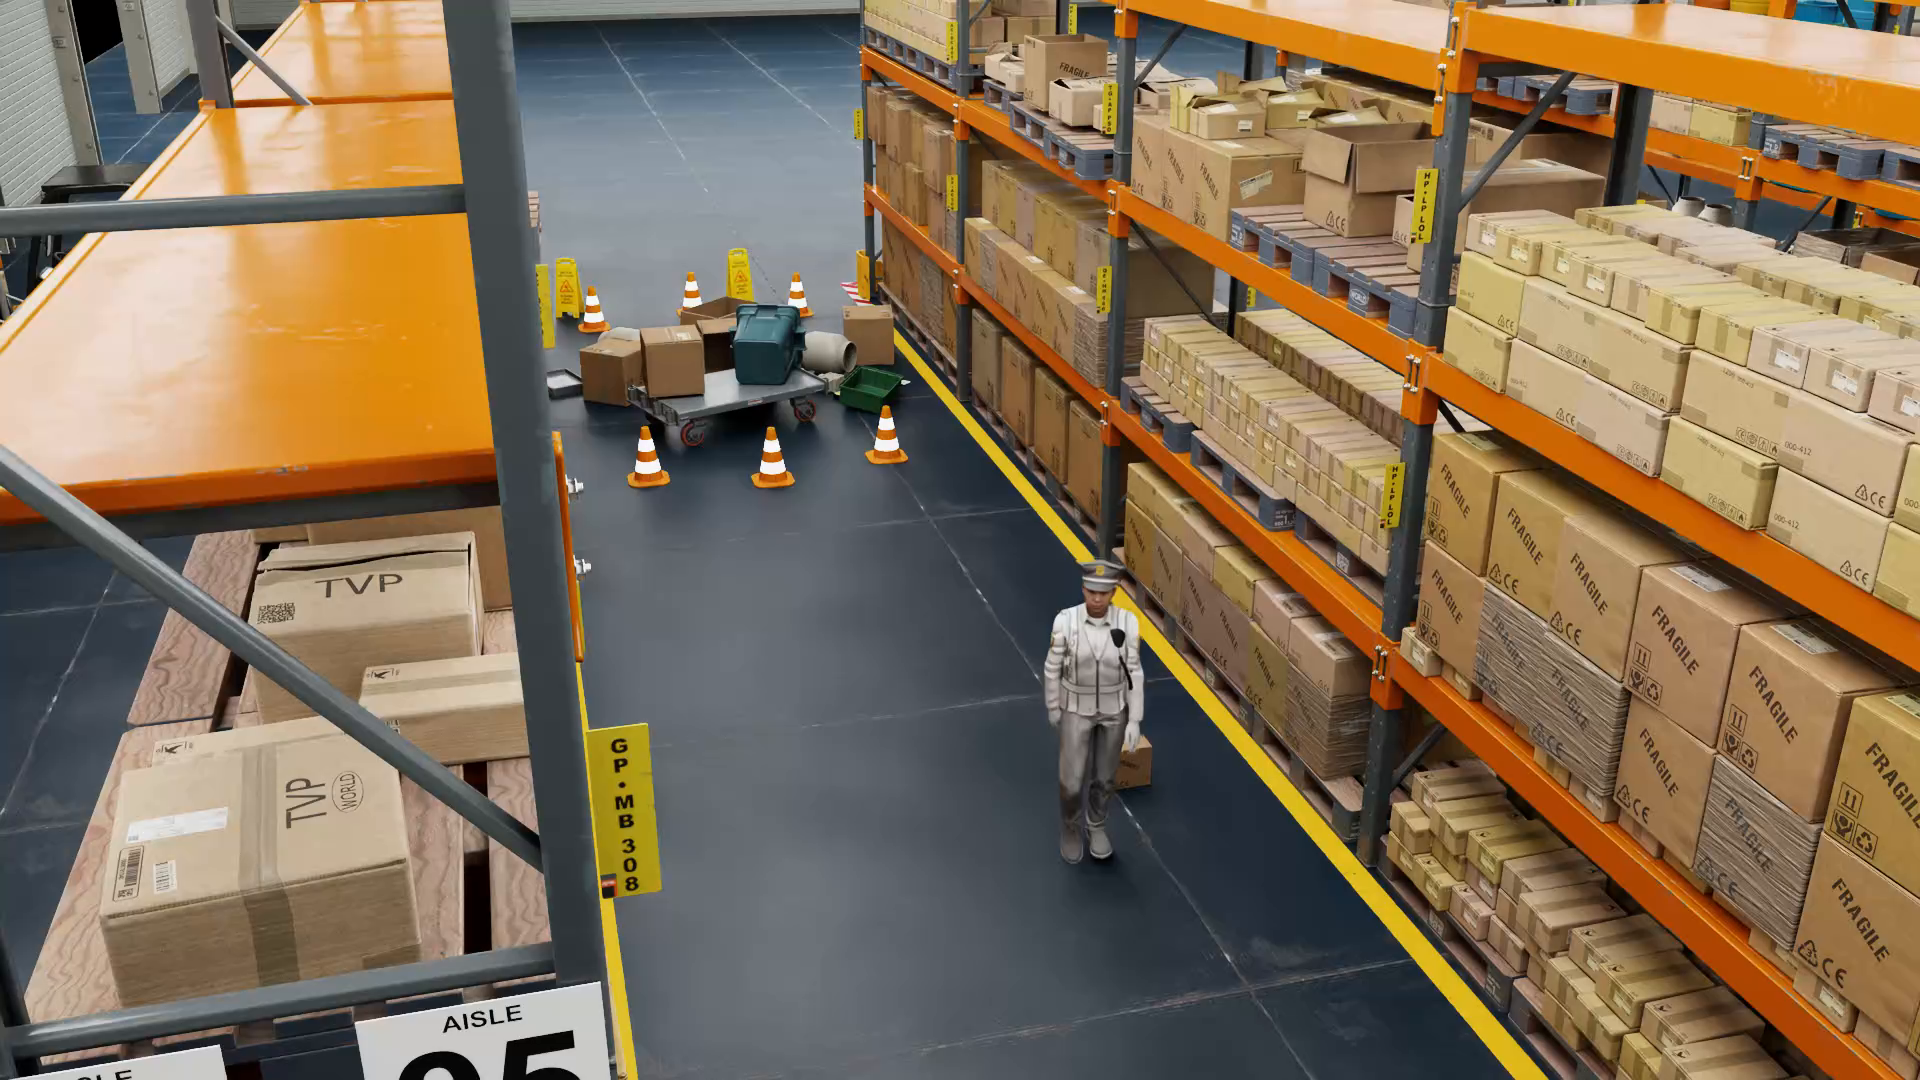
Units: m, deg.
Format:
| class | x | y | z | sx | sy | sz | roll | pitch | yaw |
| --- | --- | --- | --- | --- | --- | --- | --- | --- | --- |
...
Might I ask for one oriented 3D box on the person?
| class | x | y | z | sx | sy | sz | roll | pitch | yaw |
| --- | --- | --- | --- | --- | --- | --- | --- | --- | --- |
| person | 0.681 | 0.897 | 8.435 | 0.493 | 1.715 | 0.427 | -1 | 23 | -3 |
